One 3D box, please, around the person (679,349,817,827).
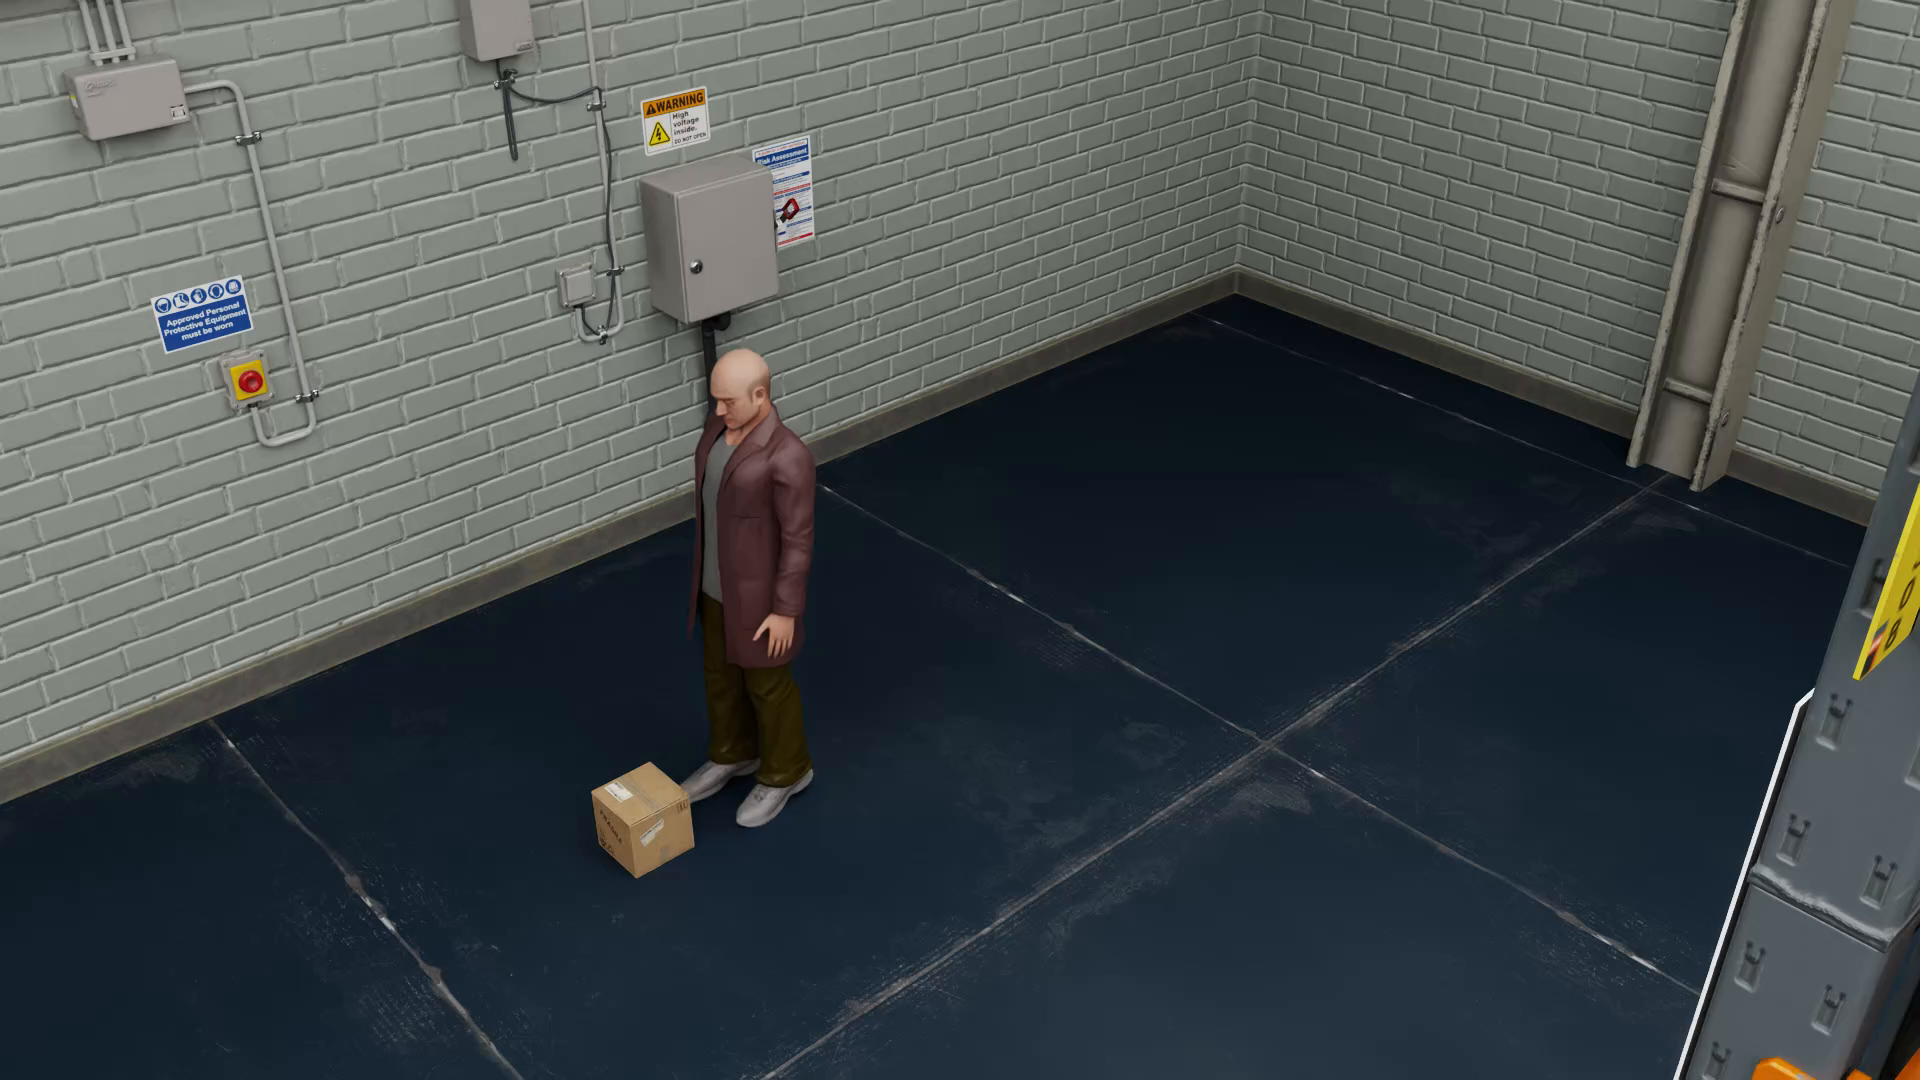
[{"bbox_3d":[-0.792,0.189,5.833,0.495,1.799,0.620,-25,39,-35],"label":"person"}]
